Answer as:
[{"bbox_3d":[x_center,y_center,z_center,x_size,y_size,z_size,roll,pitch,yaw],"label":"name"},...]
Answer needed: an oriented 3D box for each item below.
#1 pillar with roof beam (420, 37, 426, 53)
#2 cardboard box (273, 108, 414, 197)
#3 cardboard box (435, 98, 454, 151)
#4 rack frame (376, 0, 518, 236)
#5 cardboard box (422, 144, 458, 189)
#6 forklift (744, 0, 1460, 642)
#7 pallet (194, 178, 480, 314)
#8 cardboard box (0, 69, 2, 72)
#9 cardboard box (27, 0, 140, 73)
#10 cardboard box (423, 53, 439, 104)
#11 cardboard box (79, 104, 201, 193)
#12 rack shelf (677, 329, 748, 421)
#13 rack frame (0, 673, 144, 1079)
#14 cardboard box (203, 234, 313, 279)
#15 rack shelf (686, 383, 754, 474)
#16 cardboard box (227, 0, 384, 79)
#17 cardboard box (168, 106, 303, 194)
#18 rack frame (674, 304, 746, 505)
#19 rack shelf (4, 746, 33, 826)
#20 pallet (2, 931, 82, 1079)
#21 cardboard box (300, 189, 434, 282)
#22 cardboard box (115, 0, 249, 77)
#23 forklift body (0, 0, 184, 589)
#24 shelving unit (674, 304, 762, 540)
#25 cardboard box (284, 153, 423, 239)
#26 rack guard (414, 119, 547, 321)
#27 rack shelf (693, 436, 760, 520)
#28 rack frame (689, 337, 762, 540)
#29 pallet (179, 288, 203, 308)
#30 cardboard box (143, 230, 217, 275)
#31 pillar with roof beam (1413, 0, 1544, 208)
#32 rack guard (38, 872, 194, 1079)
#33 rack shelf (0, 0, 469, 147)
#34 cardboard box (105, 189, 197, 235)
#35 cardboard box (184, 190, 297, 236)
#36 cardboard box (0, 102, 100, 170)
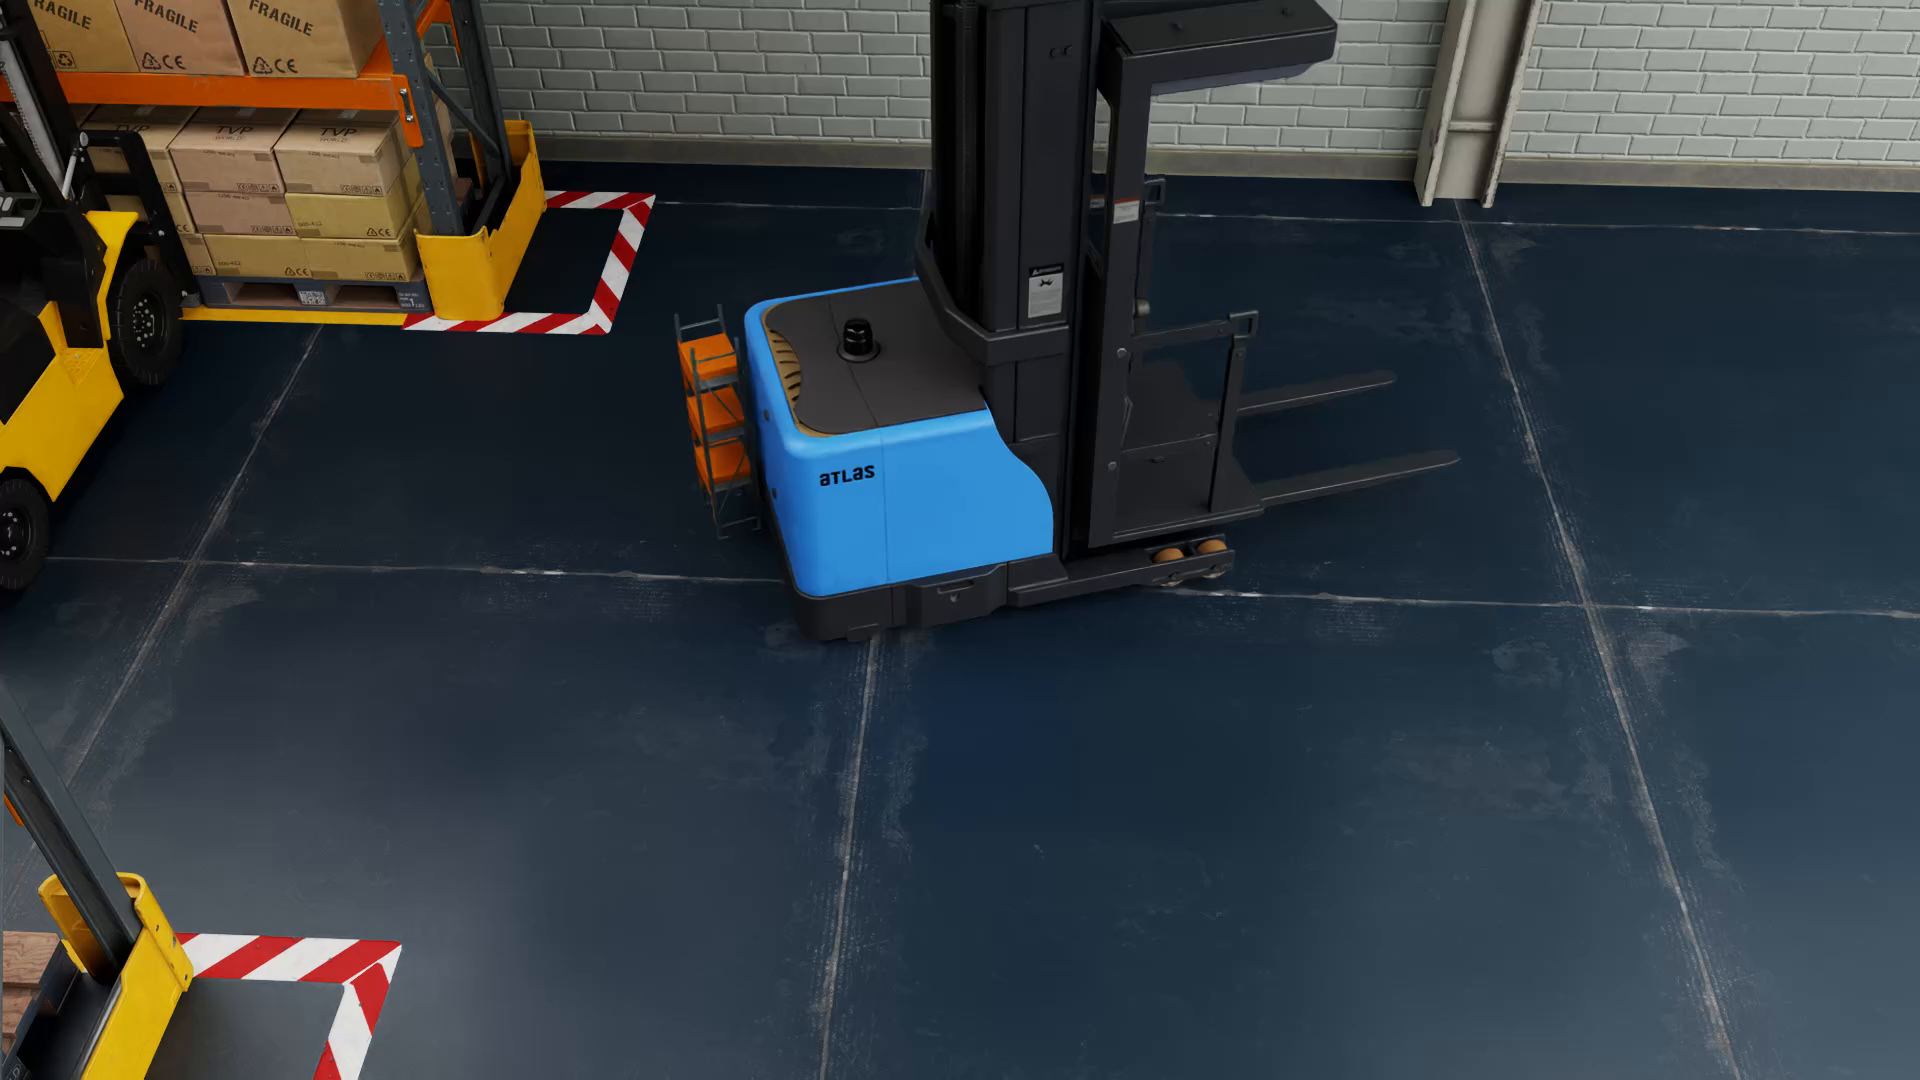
[{"bbox_3d":[-3.390,-2.523,3.442,0.400,9.000,9.100,2,43,2],"label":"pillar with roof beam"},{"bbox_3d":[-3.015,-1.940,8.193,0.500,0.250,0.500,3,43,3],"label":"cardboard box"},{"bbox_3d":[-3.001,-2.111,8.743,0.500,0.250,0.500,2,43,3],"label":"cardboard box"},{"bbox_3d":[-2.541,-2.625,7.952,0.127,3.000,1.000,2,43,2],"label":"rack frame"},{"bbox_3d":[-3.023,-1.920,8.905,0.500,0.250,0.500,2,43,2],"label":"cardboard box"},{"bbox_3d":[0.678,-1.212,6.486,3.031,2.935,1.130,-11,44,-11],"label":"forklift"},{"bbox_3d":[-3.307,-1.599,8.897,1.213,0.211,1.003,2,43,2],"label":"pallet"},{"bbox_3d":[-4.577,-2.543,7.791,0.500,0.500,0.500,2,43,2],"label":"cardboard box"},{"bbox_3d":[-4.074,-2.535,7.783,0.500,0.500,0.500,1,43,1],"label":"cardboard box"},{"bbox_3d":[-3.012,-2.282,8.560,0.500,0.250,0.500,1,43,1],"label":"cardboard box"},{"bbox_3d":[-4.030,-1.960,8.215,0.500,0.250,0.500,2,43,2],"label":"cardboard box"},{"bbox_3d":[-1.026,-0.683,6.894,0.215,0.259,0.240,-16,46,-15],"label":"rack shelf"},{"bbox_3d":[-2.761,0.755,4.324,0.127,3.000,1.000,2,43,2],"label":"rack frame"},{"bbox_3d":[-3.521,-1.593,8.554,0.500,0.250,0.500,2,43,2],"label":"cardboard box"},{"bbox_3d":[-1.024,-0.478,7.090,0.215,0.259,0.240,-16,46,-15],"label":"rack shelf"},{"bbox_3d":[-3.044,-2.497,7.742,0.500,0.500,0.500,1,43,1],"label":"cardboard box"},{"bbox_3d":[-3.525,-1.951,8.205,0.500,0.250,0.500,2,43,3],"label":"cardboard box"},{"bbox_3d":[-1.069,-0.563,7.164,0.200,1.050,0.008,-16,46,-15],"label":"rack frame"},{"bbox_3d":[-4.758,0.957,4.635,4.000,0.370,1.077,2,43,2],"label":"rack shelf"},{"bbox_3d":[-3.646,1.724,5.329,1.213,0.211,1.003,2,43,2],"label":"pallet"},{"bbox_3d":[-3.024,-1.571,8.531,0.500,0.250,0.500,2,43,2],"label":"cardboard box"},{"bbox_3d":[-3.562,-2.520,7.766,0.500,0.500,0.500,3,43,3],"label":"cardboard box"},{"bbox_3d":[-4.517,-1.130,6.970,1.214,2.155,2.313,2,43,2],"label":"forklift body"},{"bbox_3d":[-1.024,-0.485,7.082,0.215,1.050,0.252,-16,46,-15],"label":"shelving unit"},{"bbox_3d":[-3.041,-1.757,8.363,0.500,0.250,0.500,1,43,1],"label":"cardboard box"},{"bbox_3d":[-2.517,-1.709,8.803,0.348,0.500,1.175,2,43,2],"label":"rack guard"},{"bbox_3d":[-1.021,-0.277,7.282,0.215,0.259,0.240,-16,46,-15],"label":"rack shelf"},{"bbox_3d":[-0.978,-0.407,7.000,0.200,1.050,0.008,-16,46,-15],"label":"rack frame"},{"bbox_3d":[-4.522,-1.639,8.939,1.213,0.211,1.003,2,43,2],"label":"pallet"},{"bbox_3d":[-4.020,-1.615,8.577,0.500,0.250,0.500,2,43,2],"label":"cardboard box"},{"bbox_3d":[2.604,-2.339,3.245,0.400,9.000,9.100,2,43,2],"label":"pillar with roof beam"},{"bbox_3d":[-2.836,1.668,5.178,0.348,0.500,1.175,2,43,2],"label":"rack guard"},{"bbox_3d":[-4.539,-2.423,8.263,4.000,0.370,1.077,2,43,2],"label":"rack shelf"},{"bbox_3d":[-4.058,-1.781,8.389,0.500,0.250,0.500,1,43,1],"label":"cardboard box"},{"bbox_3d":[-3.542,-1.780,8.388,0.500,0.250,0.500,1,43,1],"label":"cardboard box"},{"bbox_3d":[-4.535,-1.981,8.237,0.500,0.250,0.500,1,43,1],"label":"cardboard box"}]
